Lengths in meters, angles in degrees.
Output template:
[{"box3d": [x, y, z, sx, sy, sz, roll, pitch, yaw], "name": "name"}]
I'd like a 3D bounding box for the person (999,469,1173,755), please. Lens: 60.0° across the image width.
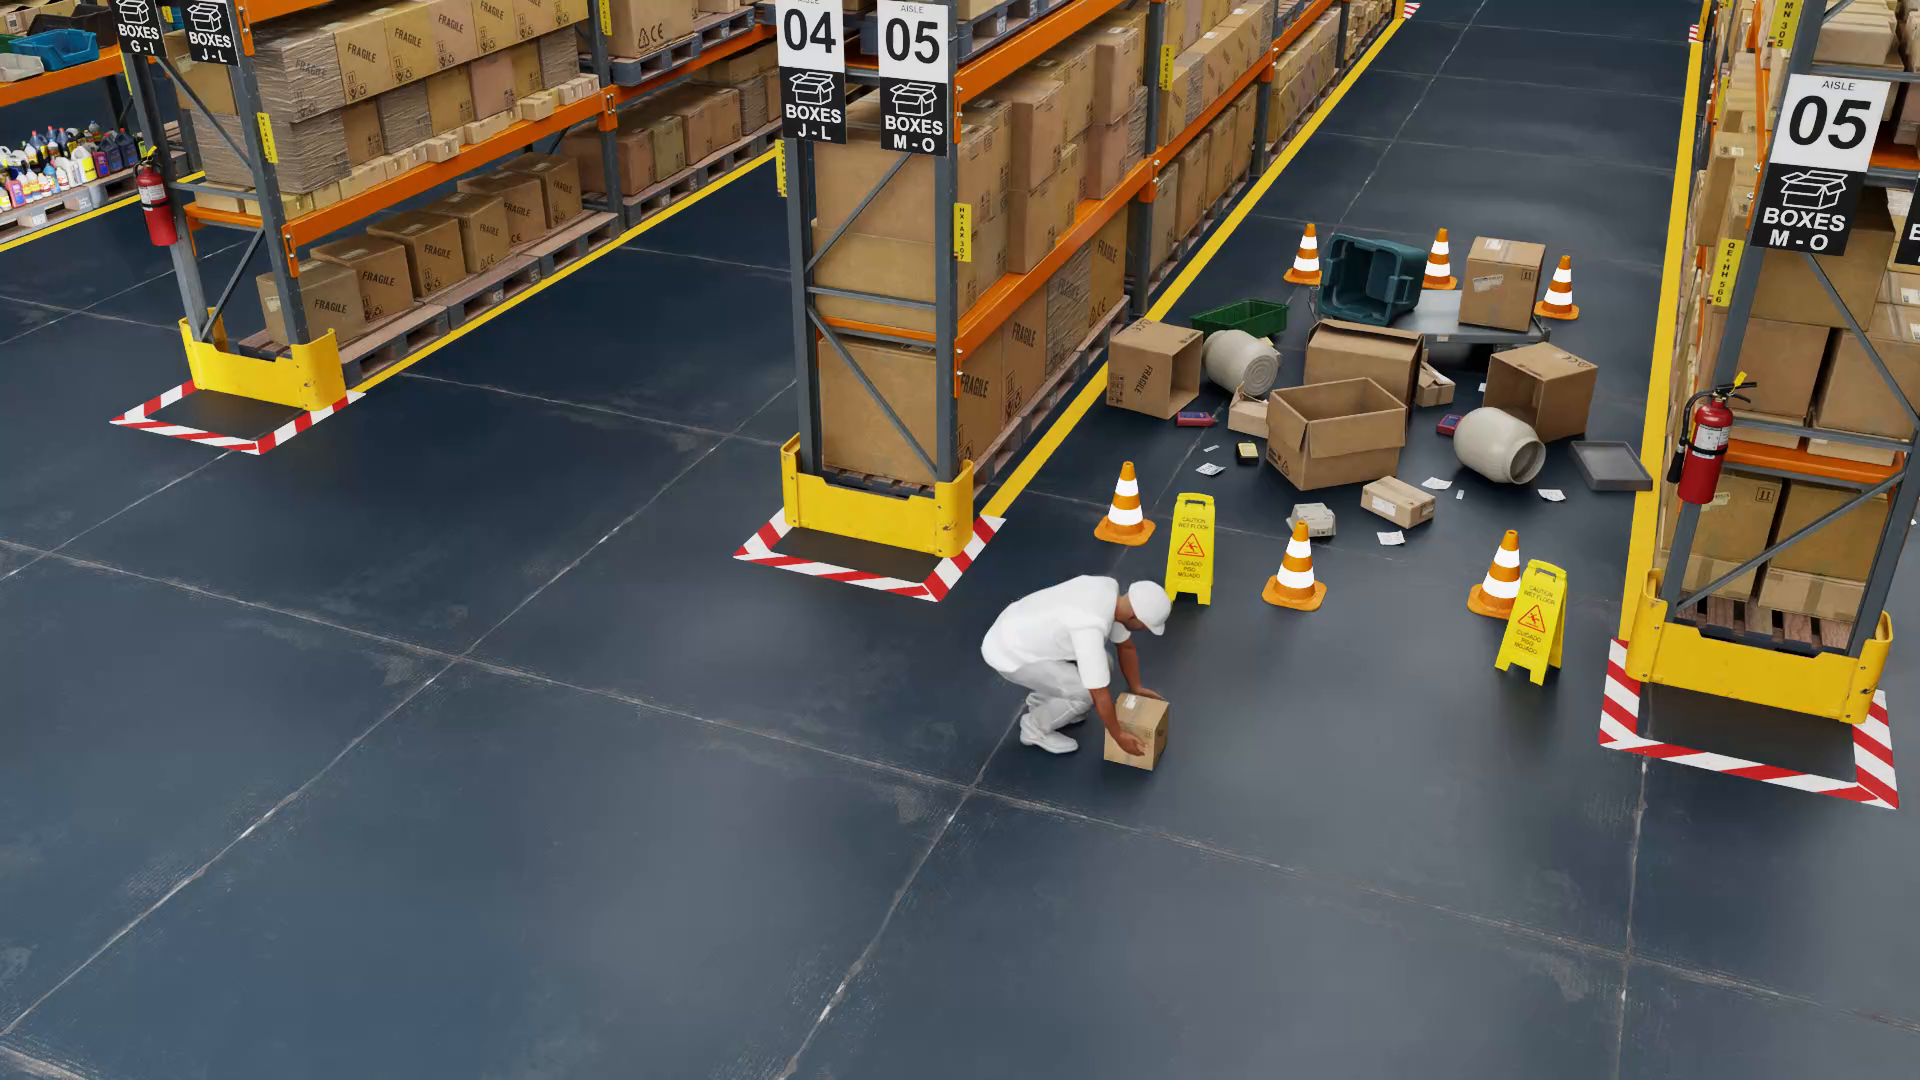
[{"box3d": [0.598, 0.314, 8.037, 0.799, 1.549, 0.477, 11, 31, 18], "name": "person"}]
